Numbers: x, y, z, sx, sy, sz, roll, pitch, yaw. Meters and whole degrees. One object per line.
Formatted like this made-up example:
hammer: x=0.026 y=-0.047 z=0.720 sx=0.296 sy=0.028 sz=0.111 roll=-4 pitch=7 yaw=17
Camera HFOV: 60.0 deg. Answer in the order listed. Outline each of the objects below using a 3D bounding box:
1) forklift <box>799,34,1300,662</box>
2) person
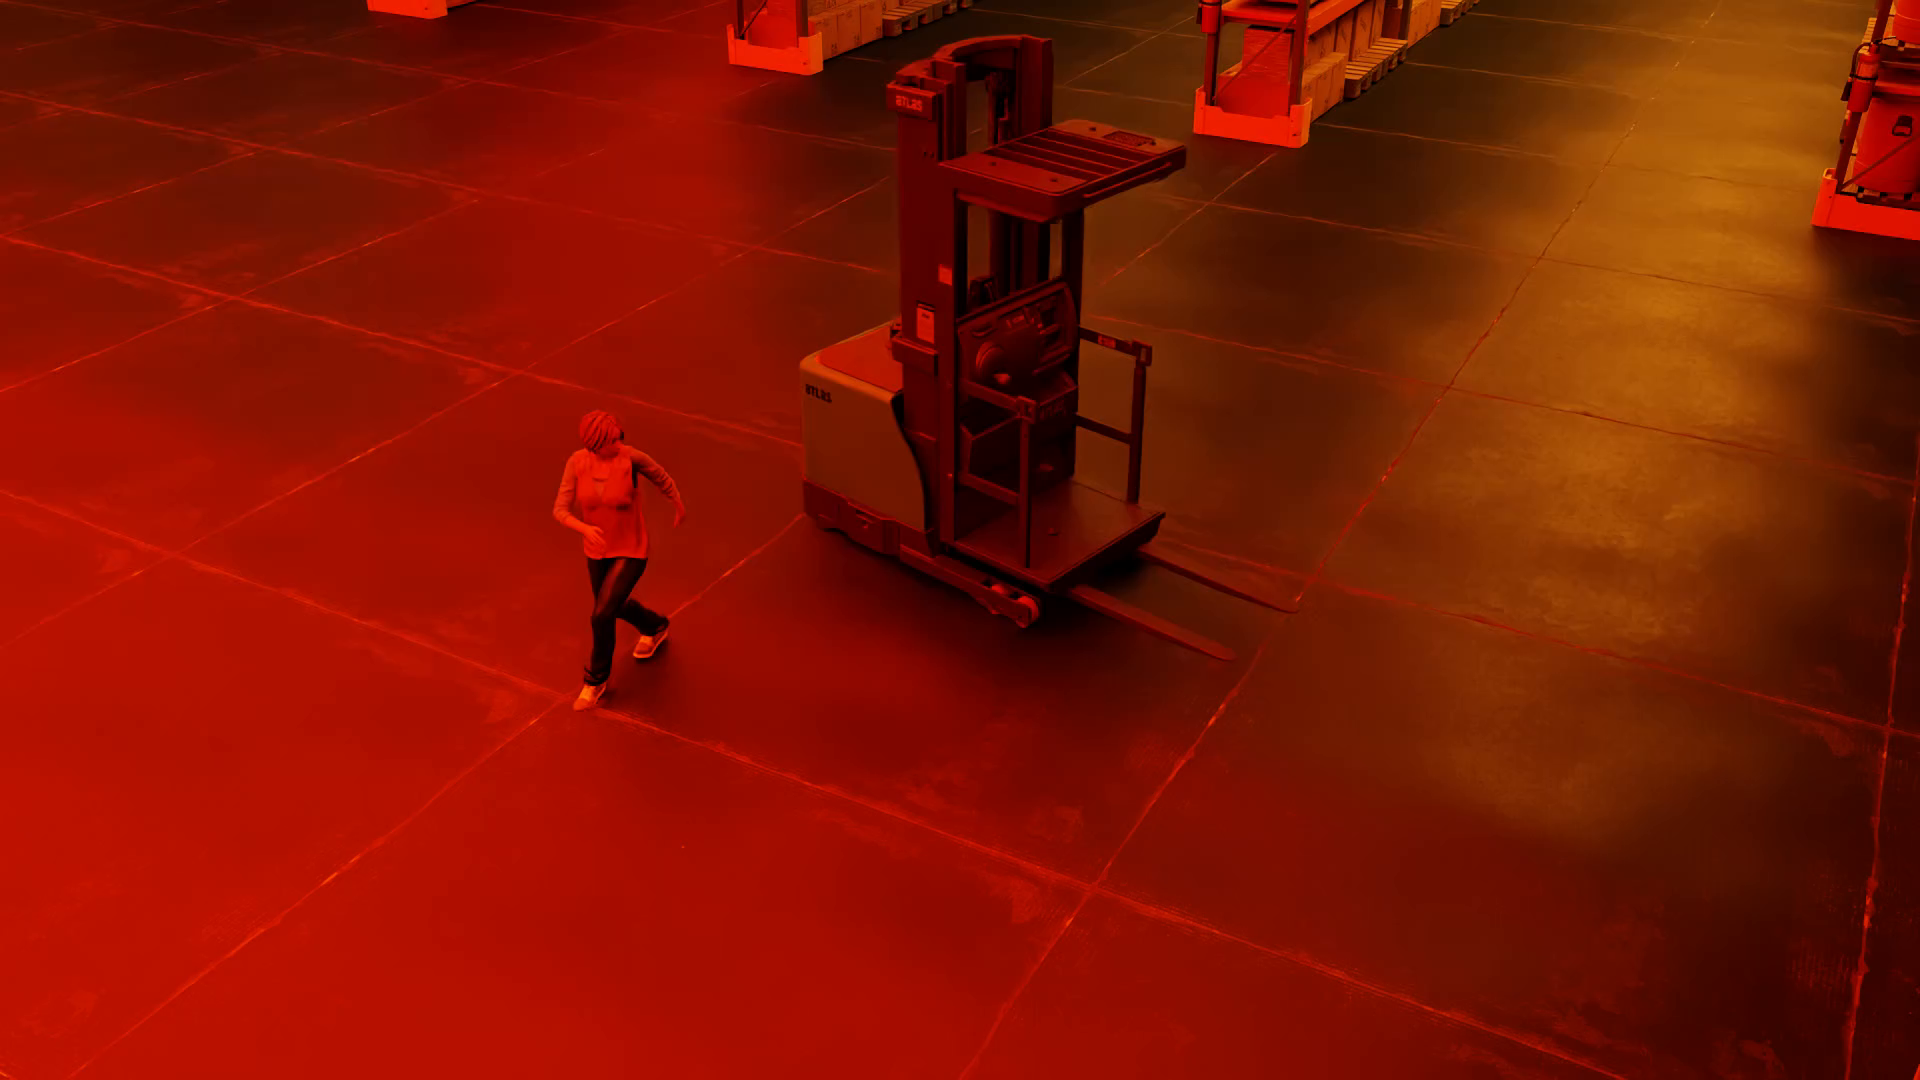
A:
forklift: x=0.477 y=-1.086 z=8.952 sx=3.031 sy=2.935 sz=1.130 roll=24 pitch=38 yaw=35
person: x=-1.758 y=0.056 z=8.422 sx=0.429 sy=1.540 sz=0.839 roll=13 pitch=32 yaw=21
